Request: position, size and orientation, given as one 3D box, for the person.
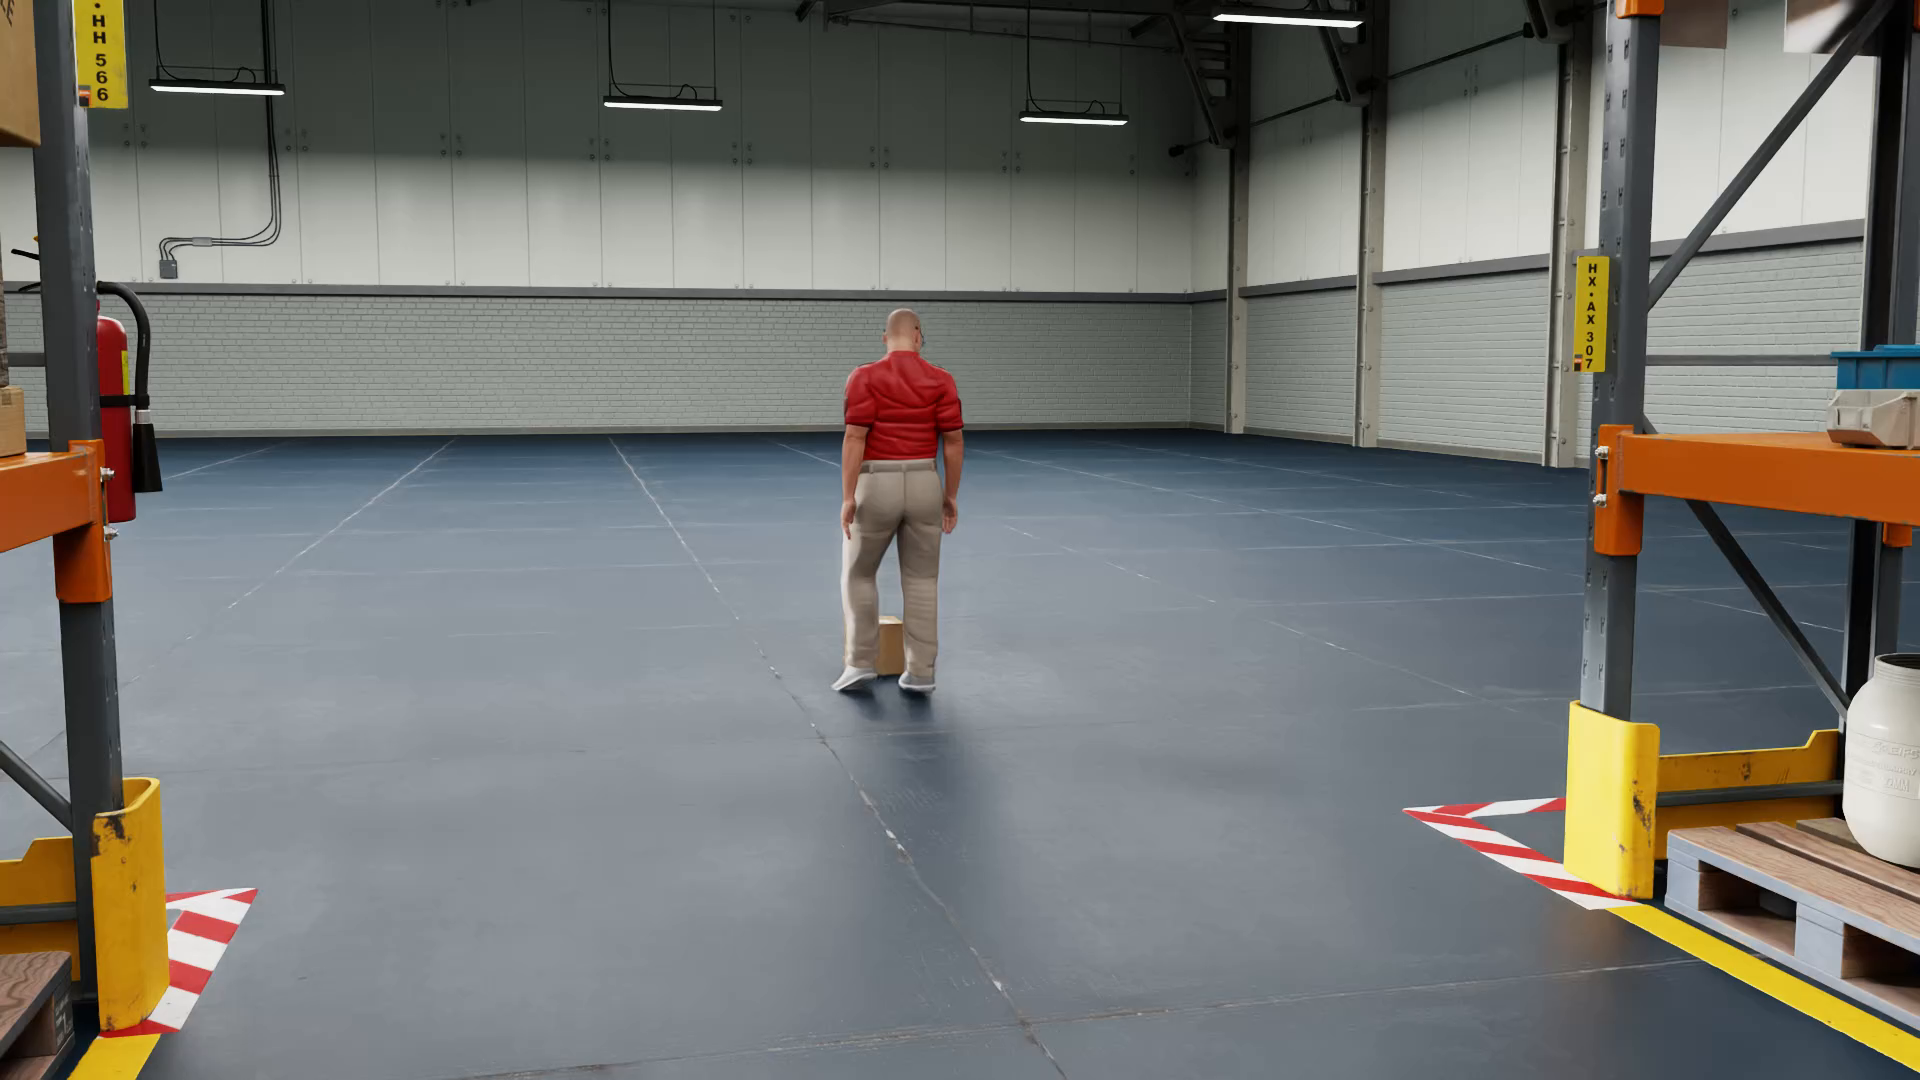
[{"bbox_3d":[-0.294,-0.144,7.531,0.577,1.787,0.500,-2,6,-16],"label":"person"}]
